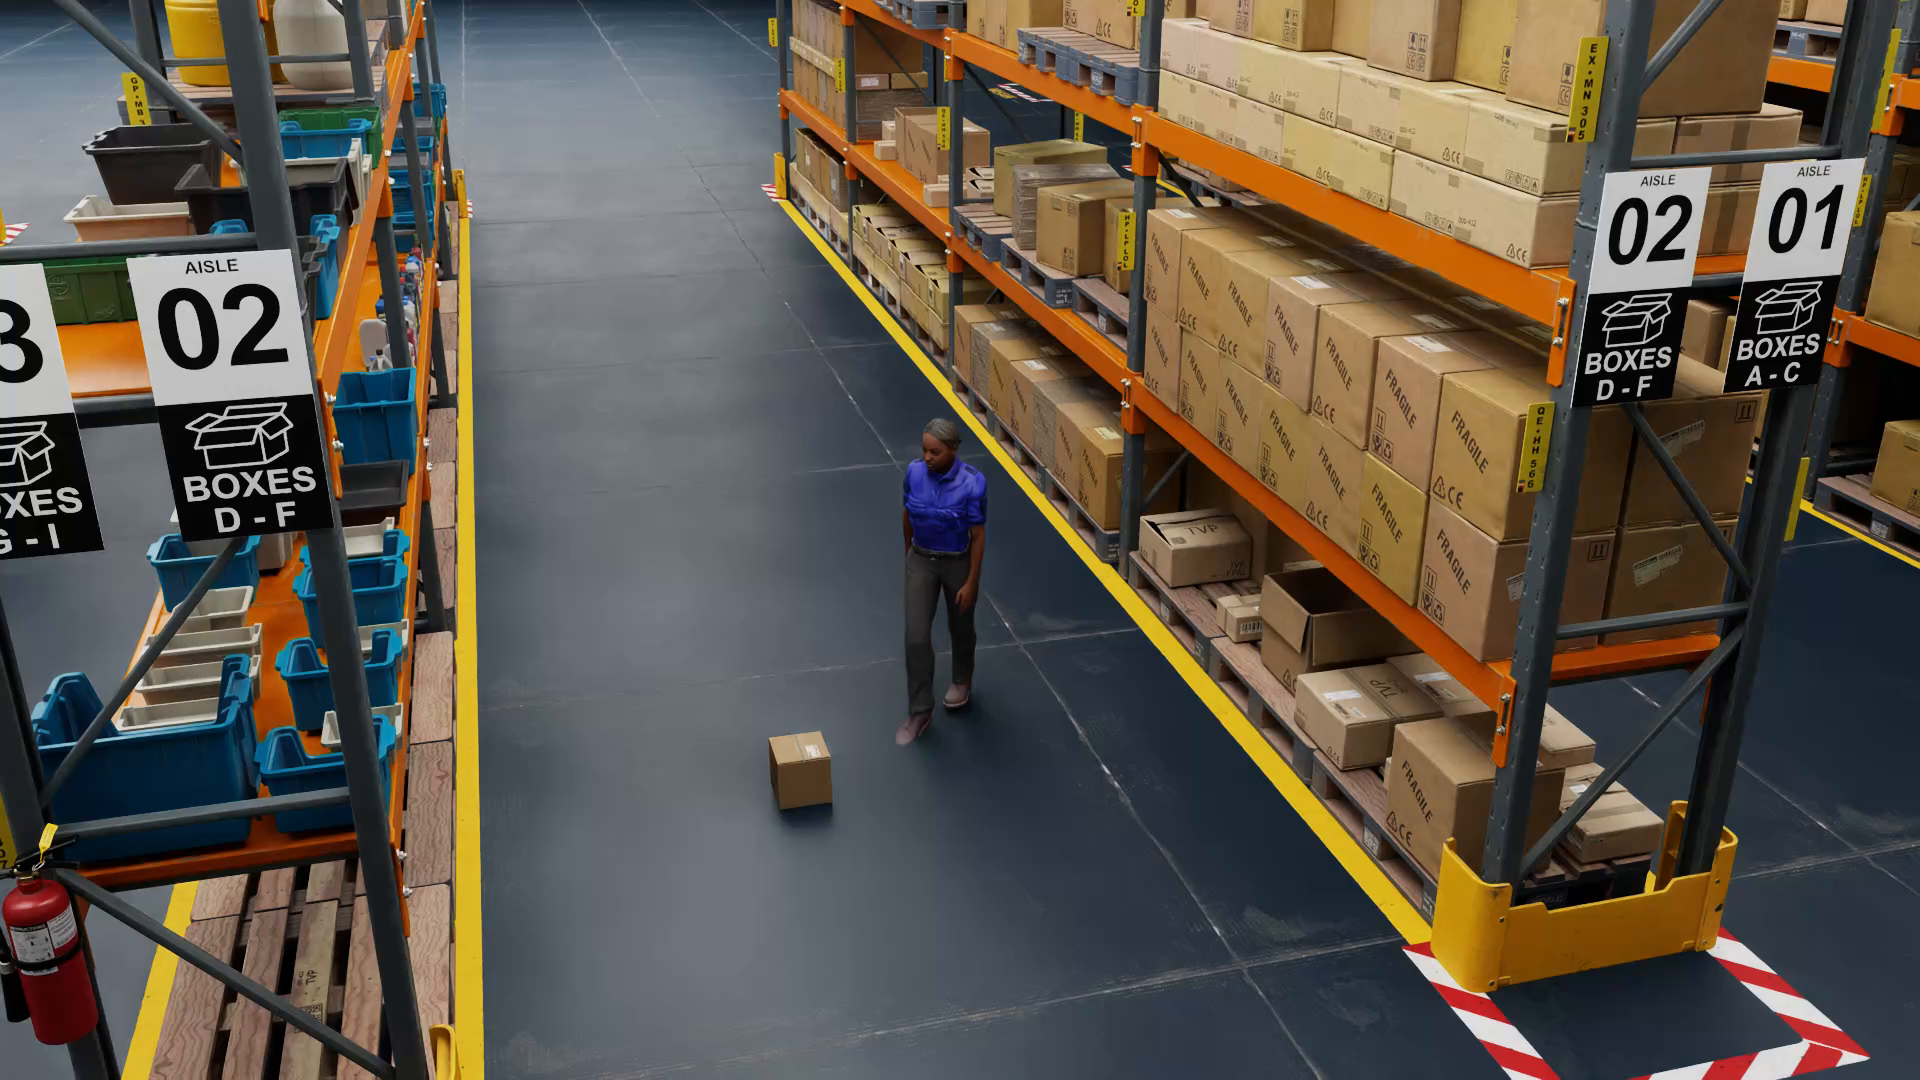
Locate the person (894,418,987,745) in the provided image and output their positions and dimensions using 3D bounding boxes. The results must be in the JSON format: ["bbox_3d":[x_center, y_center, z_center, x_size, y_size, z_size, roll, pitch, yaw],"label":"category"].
[{"bbox_3d":[-0.082,0.174,8.246,0.454,1.703,0.653,5,24,11],"label":"person"}]
